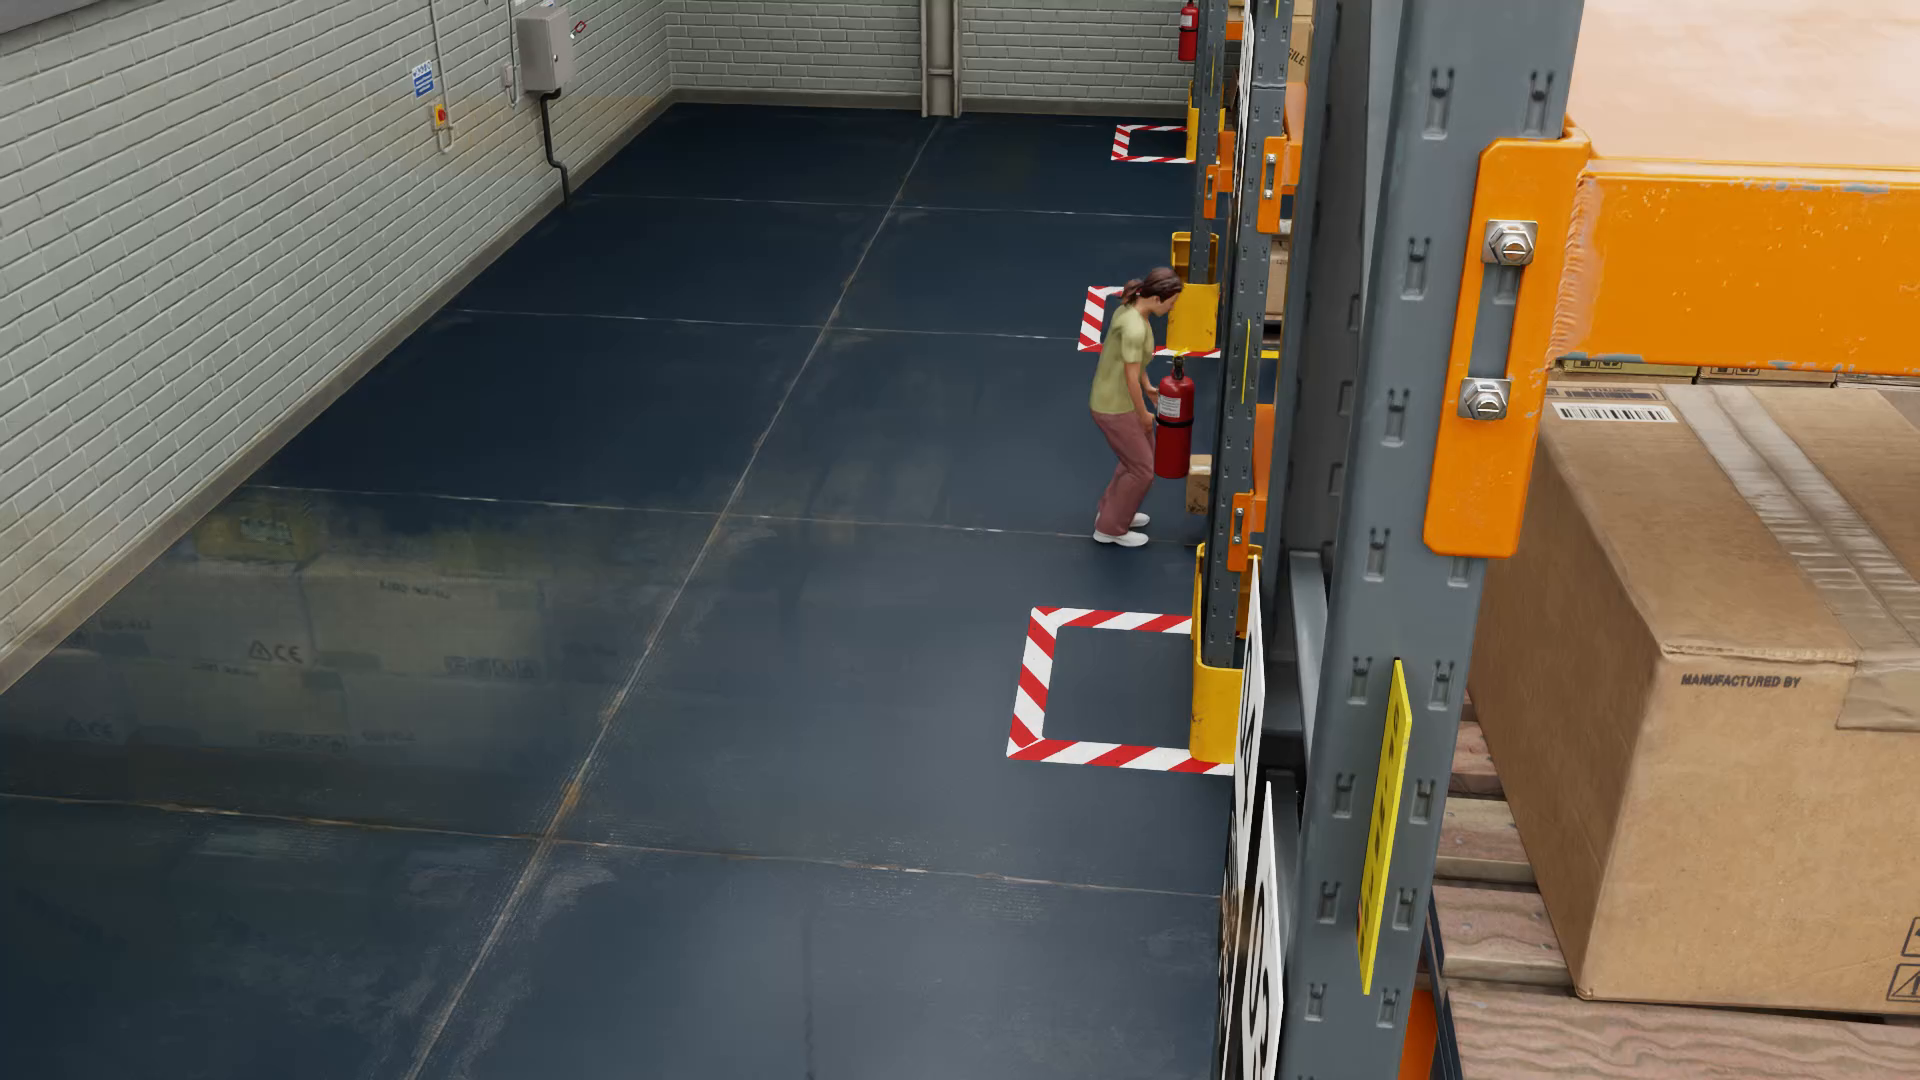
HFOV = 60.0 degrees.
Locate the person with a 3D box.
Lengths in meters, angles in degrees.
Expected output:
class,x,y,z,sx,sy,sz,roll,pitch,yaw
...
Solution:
class,x,y,z,sx,sy,sz,roll,pitch,yaw
person,0.945,-0.747,9.119,0.467,1.573,0.486,4,29,7
